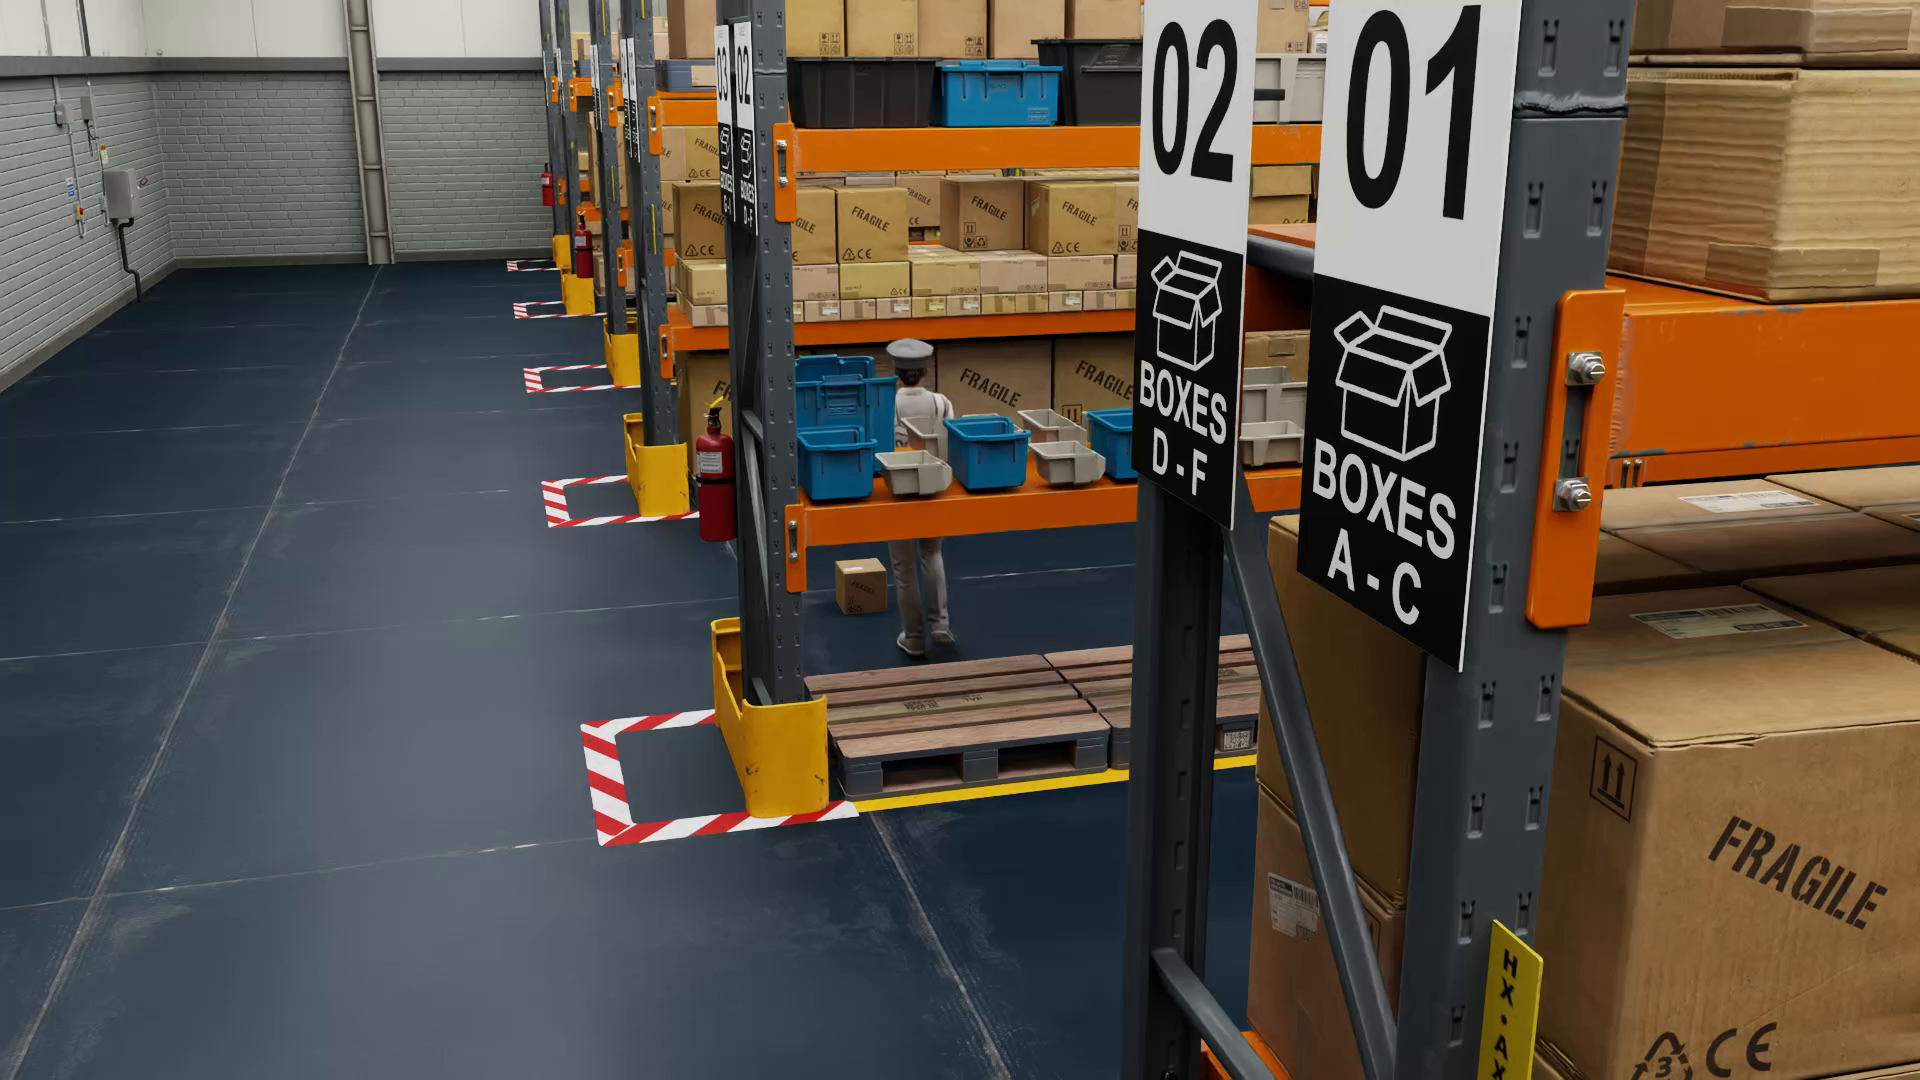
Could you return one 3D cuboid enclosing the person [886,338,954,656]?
[{"bbox_3d":[-0.252,-0.209,8.738,0.505,1.689,0.375,-5,17,-18],"label":"person"}]
